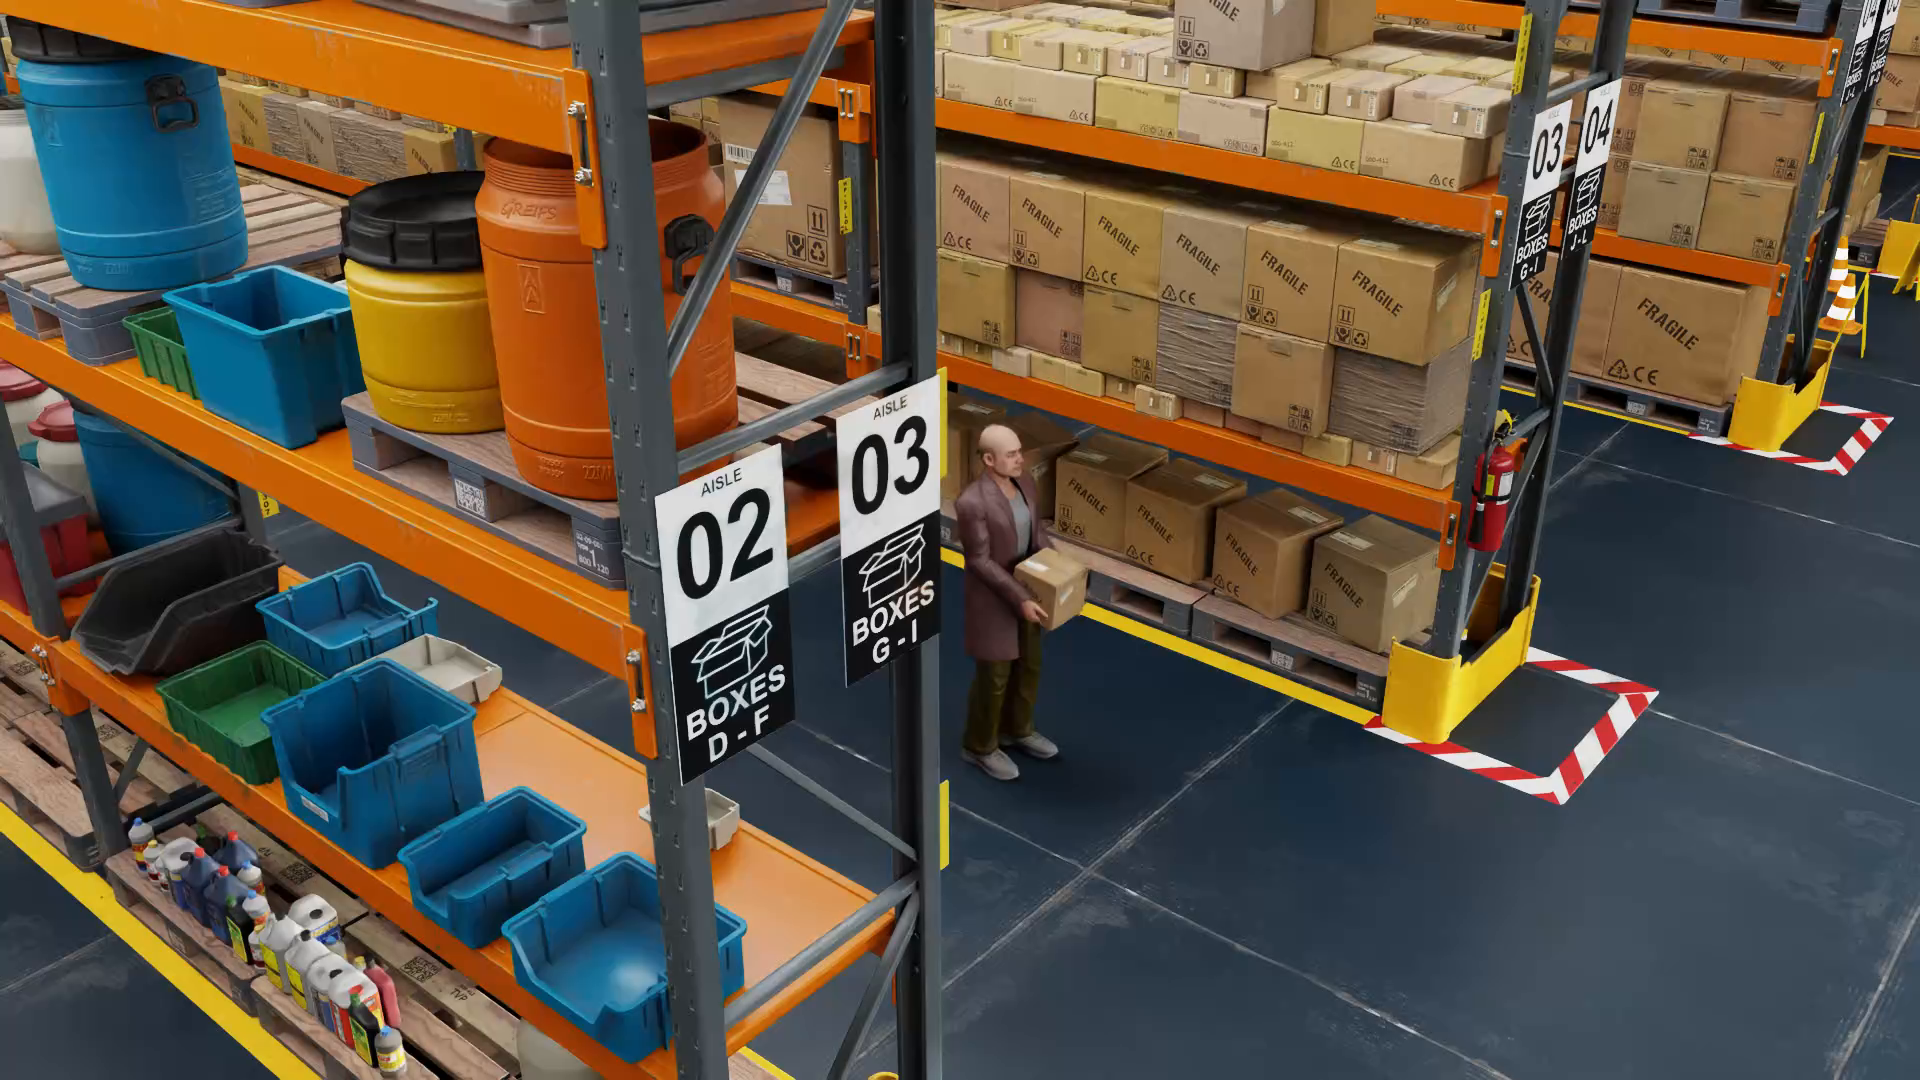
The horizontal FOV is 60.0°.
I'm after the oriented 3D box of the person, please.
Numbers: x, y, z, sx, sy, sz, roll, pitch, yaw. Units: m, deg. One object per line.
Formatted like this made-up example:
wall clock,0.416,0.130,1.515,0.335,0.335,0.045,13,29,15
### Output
person,0.288,0.315,8.010,0.541,1.779,0.542,20,33,34
